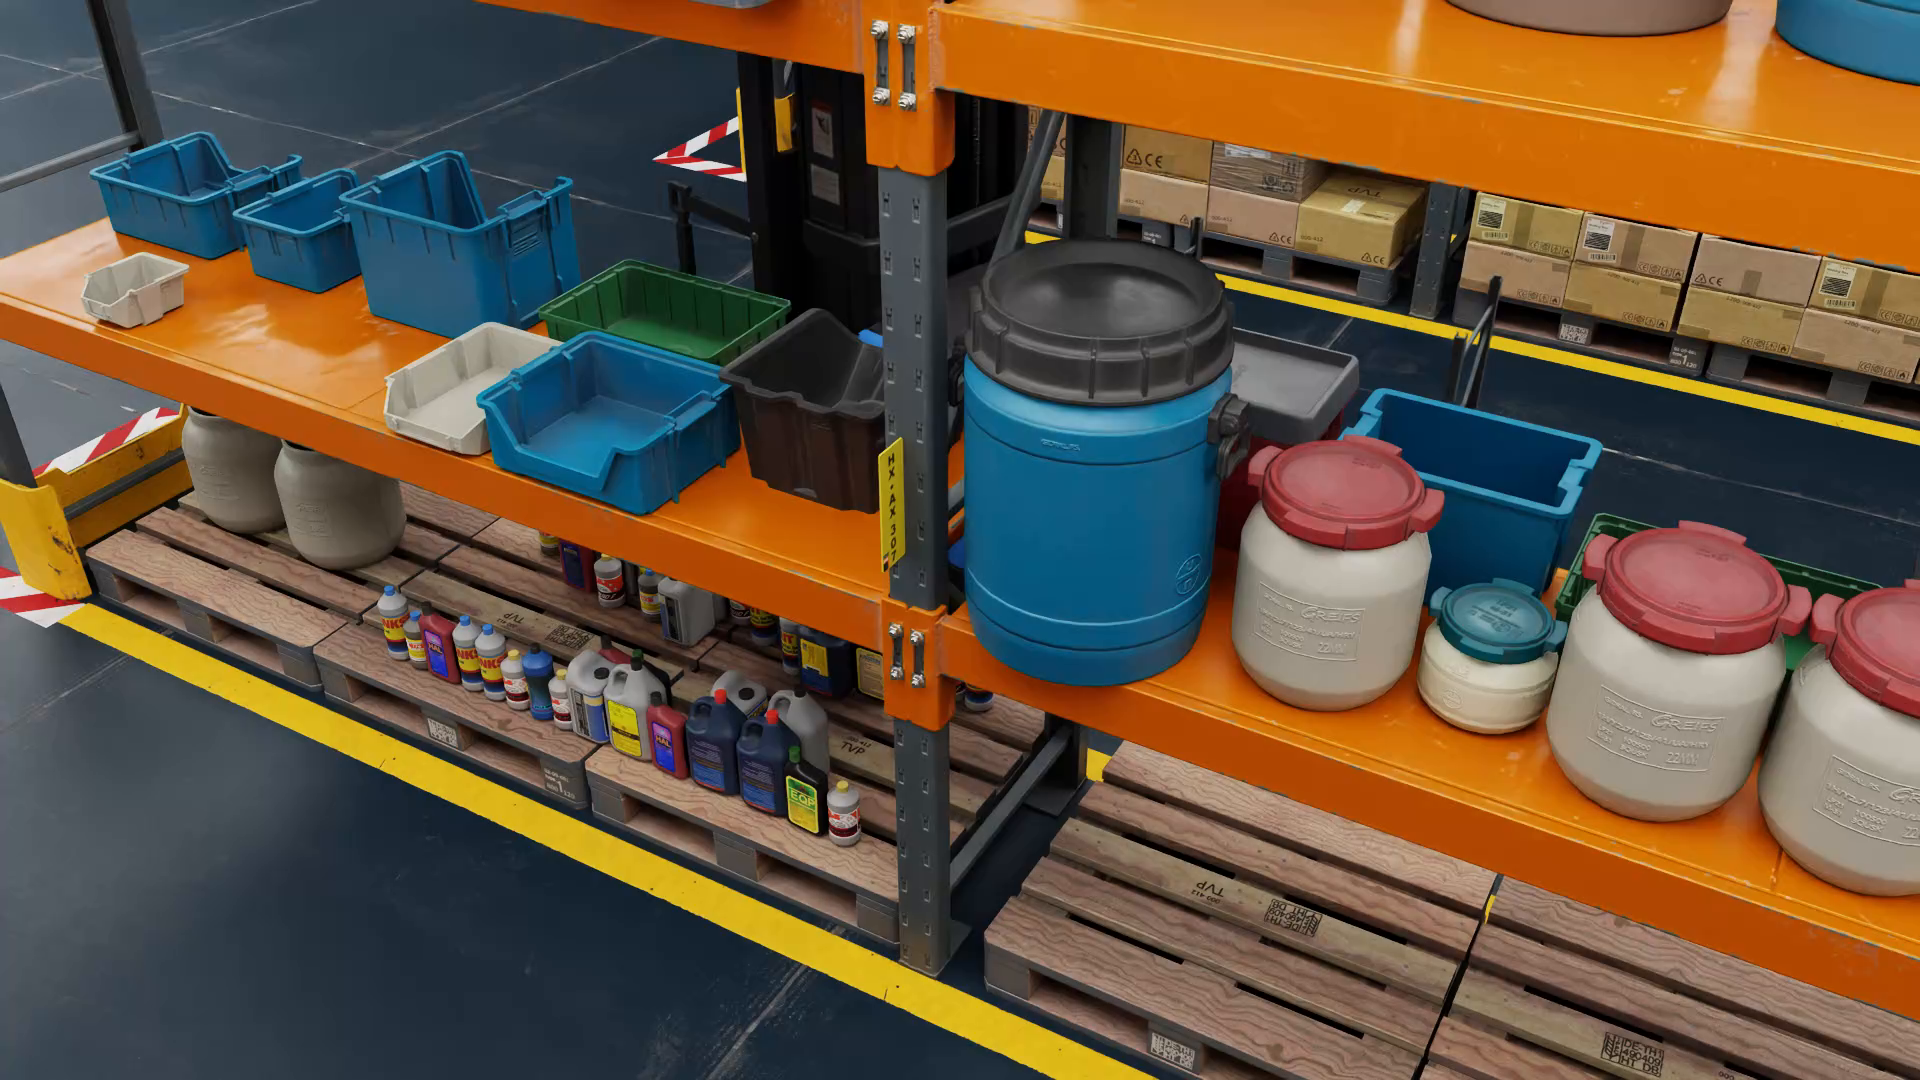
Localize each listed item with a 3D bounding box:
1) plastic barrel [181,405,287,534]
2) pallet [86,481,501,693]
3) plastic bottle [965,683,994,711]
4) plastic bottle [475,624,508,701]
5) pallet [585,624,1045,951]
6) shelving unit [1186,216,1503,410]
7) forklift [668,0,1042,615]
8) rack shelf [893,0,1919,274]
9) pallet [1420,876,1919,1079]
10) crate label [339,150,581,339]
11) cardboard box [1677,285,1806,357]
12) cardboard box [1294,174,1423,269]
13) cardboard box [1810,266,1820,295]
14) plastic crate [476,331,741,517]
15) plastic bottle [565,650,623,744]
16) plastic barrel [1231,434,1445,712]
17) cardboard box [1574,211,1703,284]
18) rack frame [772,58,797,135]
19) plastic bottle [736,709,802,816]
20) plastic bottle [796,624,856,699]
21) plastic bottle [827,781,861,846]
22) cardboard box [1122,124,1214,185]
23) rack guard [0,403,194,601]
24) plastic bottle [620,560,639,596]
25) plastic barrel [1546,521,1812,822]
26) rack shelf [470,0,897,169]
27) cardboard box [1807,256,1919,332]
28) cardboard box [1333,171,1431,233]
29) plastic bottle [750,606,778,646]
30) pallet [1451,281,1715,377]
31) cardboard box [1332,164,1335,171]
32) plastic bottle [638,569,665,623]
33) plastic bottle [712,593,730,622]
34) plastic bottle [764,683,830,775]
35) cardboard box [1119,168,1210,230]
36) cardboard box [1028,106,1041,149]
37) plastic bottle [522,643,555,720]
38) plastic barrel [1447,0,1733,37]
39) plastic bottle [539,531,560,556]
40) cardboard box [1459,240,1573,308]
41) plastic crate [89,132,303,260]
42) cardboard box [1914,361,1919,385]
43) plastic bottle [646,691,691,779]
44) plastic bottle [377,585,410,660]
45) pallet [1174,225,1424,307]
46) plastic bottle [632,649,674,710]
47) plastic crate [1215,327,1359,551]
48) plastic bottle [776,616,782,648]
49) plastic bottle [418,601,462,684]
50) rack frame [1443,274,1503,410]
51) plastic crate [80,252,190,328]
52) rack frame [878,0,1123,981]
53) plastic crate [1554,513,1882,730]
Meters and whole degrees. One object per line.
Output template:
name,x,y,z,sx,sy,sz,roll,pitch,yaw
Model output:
plastic barrel,-2.741,-0.321,6.392,0.421,0.512,0.421,0,34,0
pallet,-2.558,0.059,6.472,1.213,0.211,1.003,18,37,24
plastic bottle,0.064,0.428,5.466,0.097,0.271,0.097,0,34,0
plastic bottle,-1.546,0.396,5.513,0.097,0.271,0.097,0,34,0
pallet,-0.439,0.730,5.464,1.213,0.211,1.003,18,37,24
shelving unit,1.163,-0.230,5.742,1.083,1.500,0.587,16,37,23
forklift,-0.533,-1.541,6.419,3.031,2.935,1.130,28,43,36
rack shelf,1.859,-0.625,2.926,4.000,0.370,1.077,18,37,24
pallet,1.887,1.467,4.357,1.213,0.211,1.003,18,37,24
crate label,-1.618,-0.965,5.461,0.616,0.435,0.502,18,37,24
cardboard box,3.705,-1.127,7.838,0.500,0.250,0.500,16,37,23
cardboard box,2.073,-1.662,8.641,0.500,0.250,0.500,18,37,24
cardboard box,4.412,-1.244,8.013,0.500,0.250,0.500,18,38,25
plastic crate,-0.973,-0.338,4.686,0.616,0.251,0.499,18,37,24
plastic bottle,-1.165,0.498,5.357,0.135,0.276,0.152,18,38,25
plastic barrel,0.845,0.086,3.792,0.433,0.535,0.433,0,34,0
cardboard box,3.251,-1.499,7.891,0.500,0.311,0.500,17,37,24
rack frame,-0.889,-3.709,9.614,0.127,3.000,1.000,18,37,24
plastic bottle,-0.579,0.655,5.053,0.185,0.351,0.144,17,37,23
plastic bottle,-0.444,0.341,5.525,0.185,0.351,0.144,18,37,24
plastic bottle,-0.347,0.806,4.962,0.097,0.201,0.097,0,34,0
cardboard box,1.209,-2.253,8.852,0.500,0.500,0.500,18,37,24
rack guard,-3.261,-0.288,6.731,0.348,0.500,1.175,18,37,24
plastic bottle,-1.212,0.039,6.046,0.135,0.276,0.152,17,37,23
plastic barrel,1.482,0.288,3.489,0.433,0.535,0.433,0,34,0
rack shelf,-1.613,-1.725,4.578,4.000,0.370,1.077,18,37,24
cardboard box,4.155,-1.217,7.467,0.500,0.311,0.500,19,38,26
cardboard box,2.332,-1.913,9.018,0.500,0.250,0.500,18,37,24
plastic bottle,-0.682,0.230,5.763,0.097,0.271,0.097,0,34,0
pallet,3.243,-1.264,8.458,1.213,0.211,1.003,18,37,24
cardboard box,1.899,-2.363,9.018,0.500,0.500,0.500,18,37,24
plastic bottle,-1.088,0.184,5.895,0.097,0.201,0.097,0,34,0
plastic bottle,-0.905,0.103,5.883,0.185,0.351,0.144,17,37,24
plastic bottle,-0.508,0.585,5.158,0.185,0.351,0.144,18,37,24
cardboard box,1.202,-1.934,9.050,0.500,0.250,0.500,18,37,24
cardboard box,0.342,-2.529,9.267,0.500,0.500,0.500,18,37,24
plastic bottle,-1.370,0.452,5.429,0.097,0.271,0.097,0,34,0
plastic barrel,1.240,-1.468,3.090,0.600,0.901,0.600,0,34,0
plastic bottle,-1.538,-0.051,6.247,0.097,0.201,0.097,0,34,0
cardboard box,2.811,-1.409,8.262,0.500,0.250,0.500,17,37,23
plastic crate,-2.767,-1.271,6.086,0.616,0.251,0.499,18,37,24
cardboard box,4.595,-0.846,7.416,0.500,0.250,0.500,18,38,25
plastic bottle,-0.908,0.605,5.189,0.133,0.283,0.061,20,39,27
plastic bottle,-1.930,0.275,5.696,0.097,0.271,0.097,0,34,0
pallet,1.914,-1.687,9.093,1.213,0.211,1.003,18,37,24
plastic bottle,-0.998,0.485,5.369,0.133,0.283,0.061,18,37,24
plastic crate,0.695,-0.267,4.387,0.583,0.464,0.402,18,37,24
plastic bottle,-0.536,0.220,5.707,0.185,0.351,0.144,16,37,22
plastic bottle,-1.743,0.341,5.586,0.133,0.283,0.061,18,38,25
rack frame,1.604,-0.100,5.546,0.032,1.500,0.500,16,37,23
plastic crate,-2.733,-0.816,5.506,0.250,0.136,0.298,18,37,24
rack frame,0.123,-0.226,4.384,0.127,3.000,1.000,18,37,24
plastic crate,1.775,0.205,3.927,0.662,0.188,0.450,18,37,24
